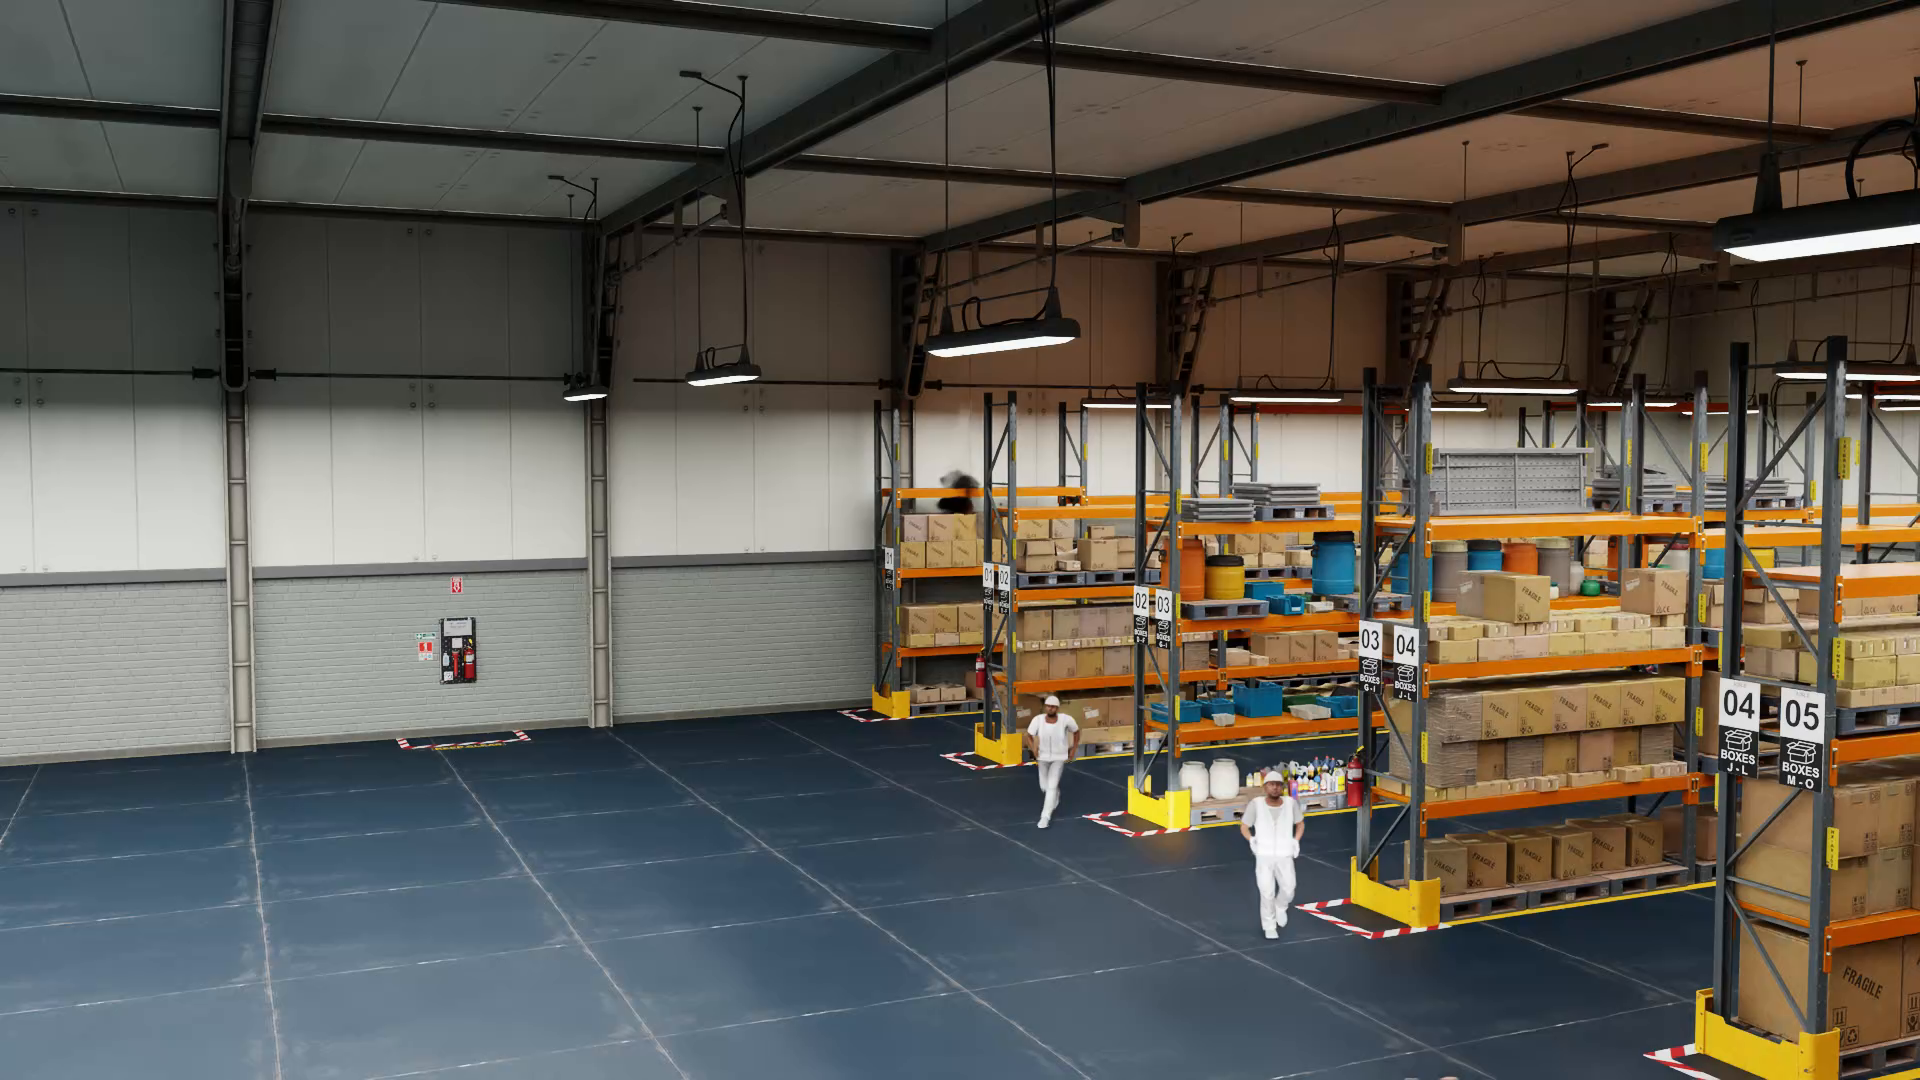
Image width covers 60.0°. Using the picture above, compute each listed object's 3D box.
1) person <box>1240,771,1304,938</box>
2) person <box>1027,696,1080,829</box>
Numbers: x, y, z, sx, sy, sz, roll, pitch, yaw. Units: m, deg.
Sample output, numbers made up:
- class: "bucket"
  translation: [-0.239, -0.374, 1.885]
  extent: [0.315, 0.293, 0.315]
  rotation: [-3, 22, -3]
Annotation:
- class: "person"
  translation: [3.274, 3.282, 17.370]
  extent: [0.674, 1.732, 0.617]
  rotation: [0, 3, 4]
- class: "person"
  translation: [1.250, 2.977, 22.651]
  extent: [0.713, 1.749, 0.947]
  rotation: [1, 3, 15]
